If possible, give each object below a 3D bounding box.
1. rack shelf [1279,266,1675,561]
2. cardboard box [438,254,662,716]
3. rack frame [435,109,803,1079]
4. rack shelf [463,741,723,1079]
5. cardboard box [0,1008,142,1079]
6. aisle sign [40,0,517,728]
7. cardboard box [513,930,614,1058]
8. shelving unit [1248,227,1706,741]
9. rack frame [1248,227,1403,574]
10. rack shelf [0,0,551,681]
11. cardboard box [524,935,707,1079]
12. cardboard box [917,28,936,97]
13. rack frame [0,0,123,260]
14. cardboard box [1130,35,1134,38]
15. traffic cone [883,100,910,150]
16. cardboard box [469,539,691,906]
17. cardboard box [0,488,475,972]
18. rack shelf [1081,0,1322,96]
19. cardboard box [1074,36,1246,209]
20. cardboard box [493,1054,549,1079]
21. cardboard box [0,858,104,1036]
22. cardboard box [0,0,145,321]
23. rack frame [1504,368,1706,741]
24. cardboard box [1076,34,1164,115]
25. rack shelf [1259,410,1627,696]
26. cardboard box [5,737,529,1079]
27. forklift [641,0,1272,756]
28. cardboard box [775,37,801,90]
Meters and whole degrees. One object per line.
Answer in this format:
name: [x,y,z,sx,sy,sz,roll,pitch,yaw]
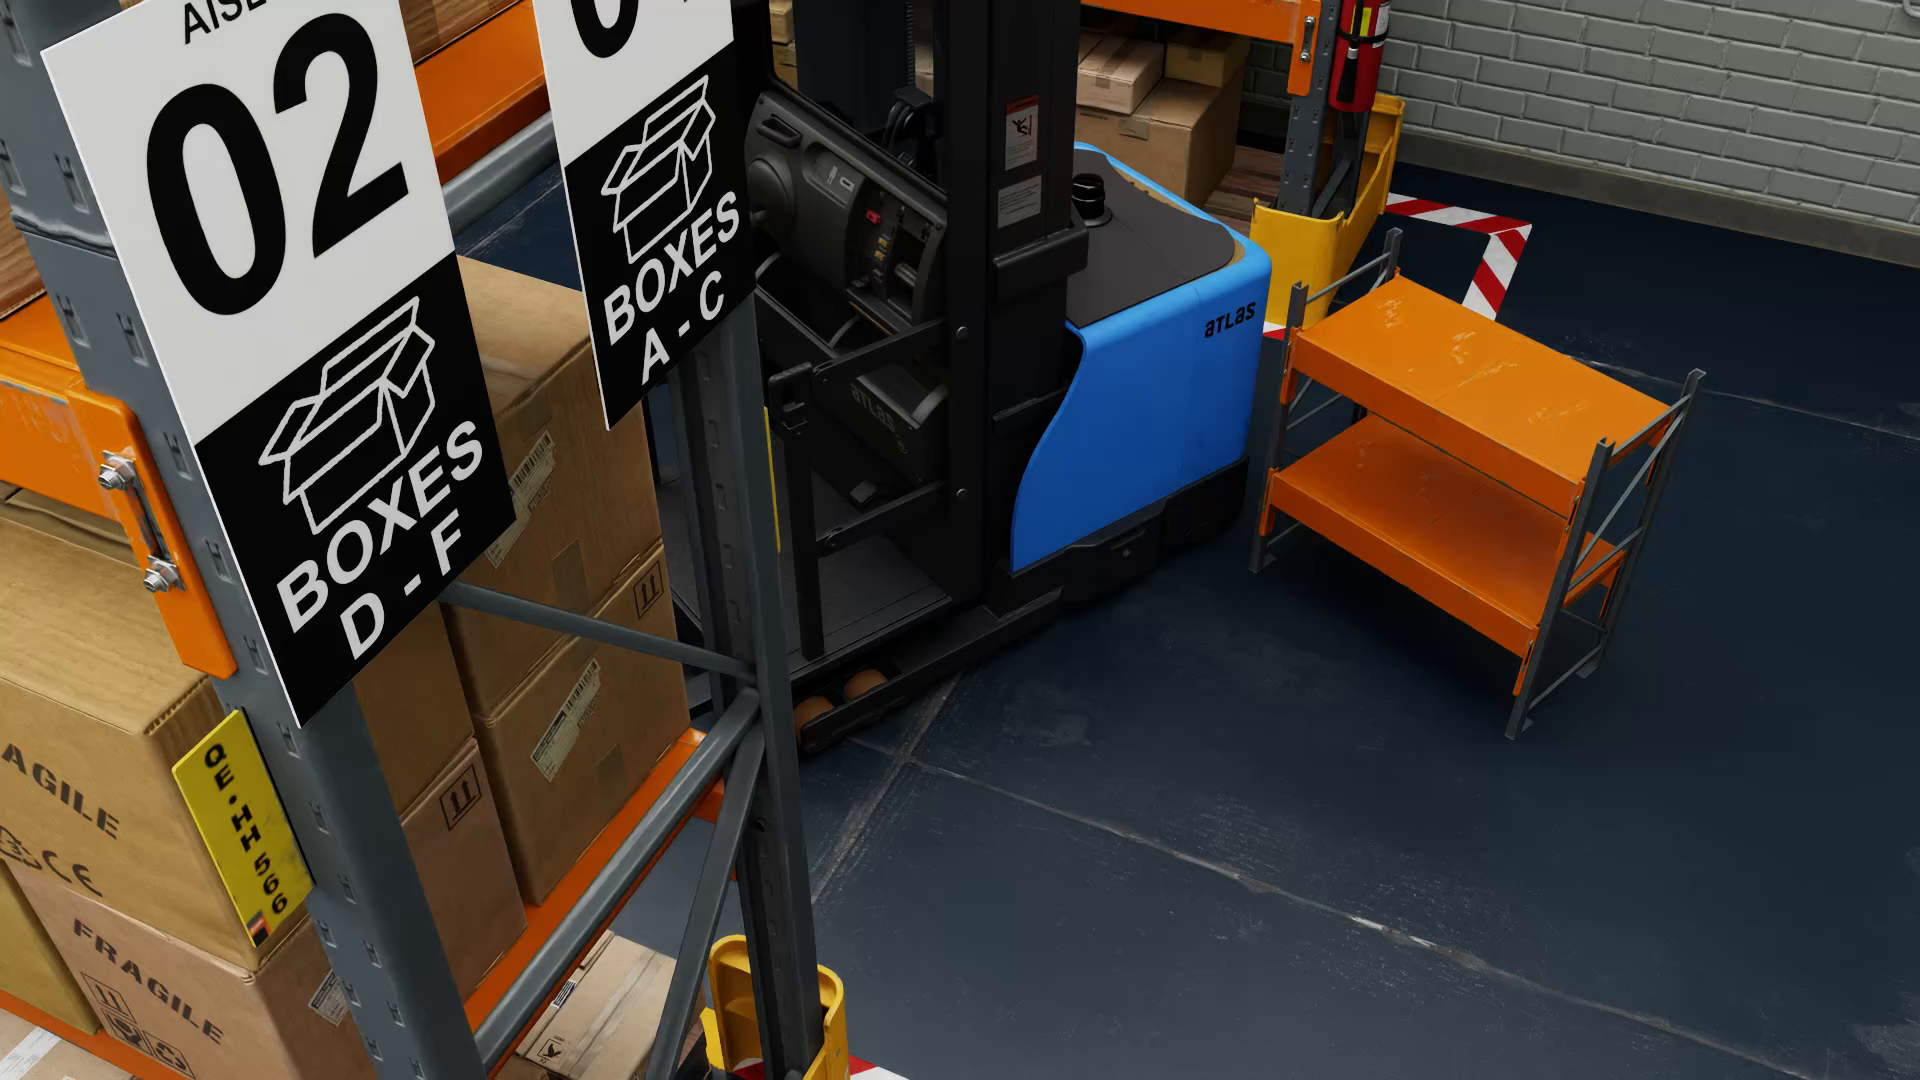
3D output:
rack shelf: [1.513,-0.401,4.906,0.538,0.278,1.000,-30,49,-30]
cardboard box: [-0.869,-0.120,2.759,0.500,0.500,0.500,18,44,20]
rack frame: [-0.577,0.573,2.799,0.053,2.616,0.949,17,44,19]
rack shelf: [-2.391,0.219,3.607,3.809,0.124,0.919,17,44,19]
cardboard box: [-2.024,1.163,3.882,0.500,0.250,0.500,17,44,19]
aisle sign: [-0.646,-0.207,1.713,0.004,0.787,0.394,17,44,19]
cardboard box: [-1.039,1.090,4.029,0.250,0.166,0.380,17,44,19]
shelving unit: [1.513,-0.179,5.098,0.538,1.125,1.048,-30,49,-30]
rack frame: [1.173,-0.427,5.384,0.500,1.125,0.032,-30,49,-30]
rack shelf: [-2.391,-0.840,2.689,4.000,0.370,1.077,17,44,19]
cardboard box: [-0.813,1.166,3.955,0.250,0.149,0.380,17,44,19]
cardboard box: [-0.074,-1.992,7.346,0.500,0.500,0.700,16,43,17]
rack frame: [-0.578,-1.692,0.832,0.127,3.000,1.000,17,44,19]
cardboard box: [0.382,-1.853,7.186,0.500,0.500,0.700,17,44,19]
traffic cone: [-0.149,-0.776,4.992,0.196,1.202,0.295,17,44,19]
cardboard box: [-0.869,0.258,3.086,0.500,0.500,0.500,18,44,20]
cardboard box: [-1.098,0.199,2.390,0.500,0.500,0.500,17,44,18]
rack shelf: [-0.300,-2.648,7.064,4.000,0.370,1.077,17,44,19]
cardboard box: [0.836,-1.715,7.026,0.500,0.500,0.700,17,44,19]
cardboard box: [-1.175,1.349,3.476,0.500,0.500,0.500,17,44,19]
cardboard box: [-1.571,0.433,2.884,0.500,0.500,0.500,17,44,19]
cardboard box: [-1.155,-0.488,1.847,0.500,0.250,0.500,17,44,19]
rack frame: [1.853,0.068,4.812,0.500,1.125,0.032,-30,49,-30]
cardboard box: [0.643,-1.887,6.730,0.250,0.149,0.380,16,44,18]
rack shelf: [1.513,0.005,5.258,0.538,0.278,1.000,-30,49,-30]
cardboard box: [-1.099,0.575,2.720,0.500,0.500,0.500,18,44,20]
forklift: [-0.503,-0.866,4.512,3.031,2.935,1.130,-26,47,-27]
cardboard box: [-0.560,-2.136,7.512,0.500,0.500,0.700,18,44,20]
